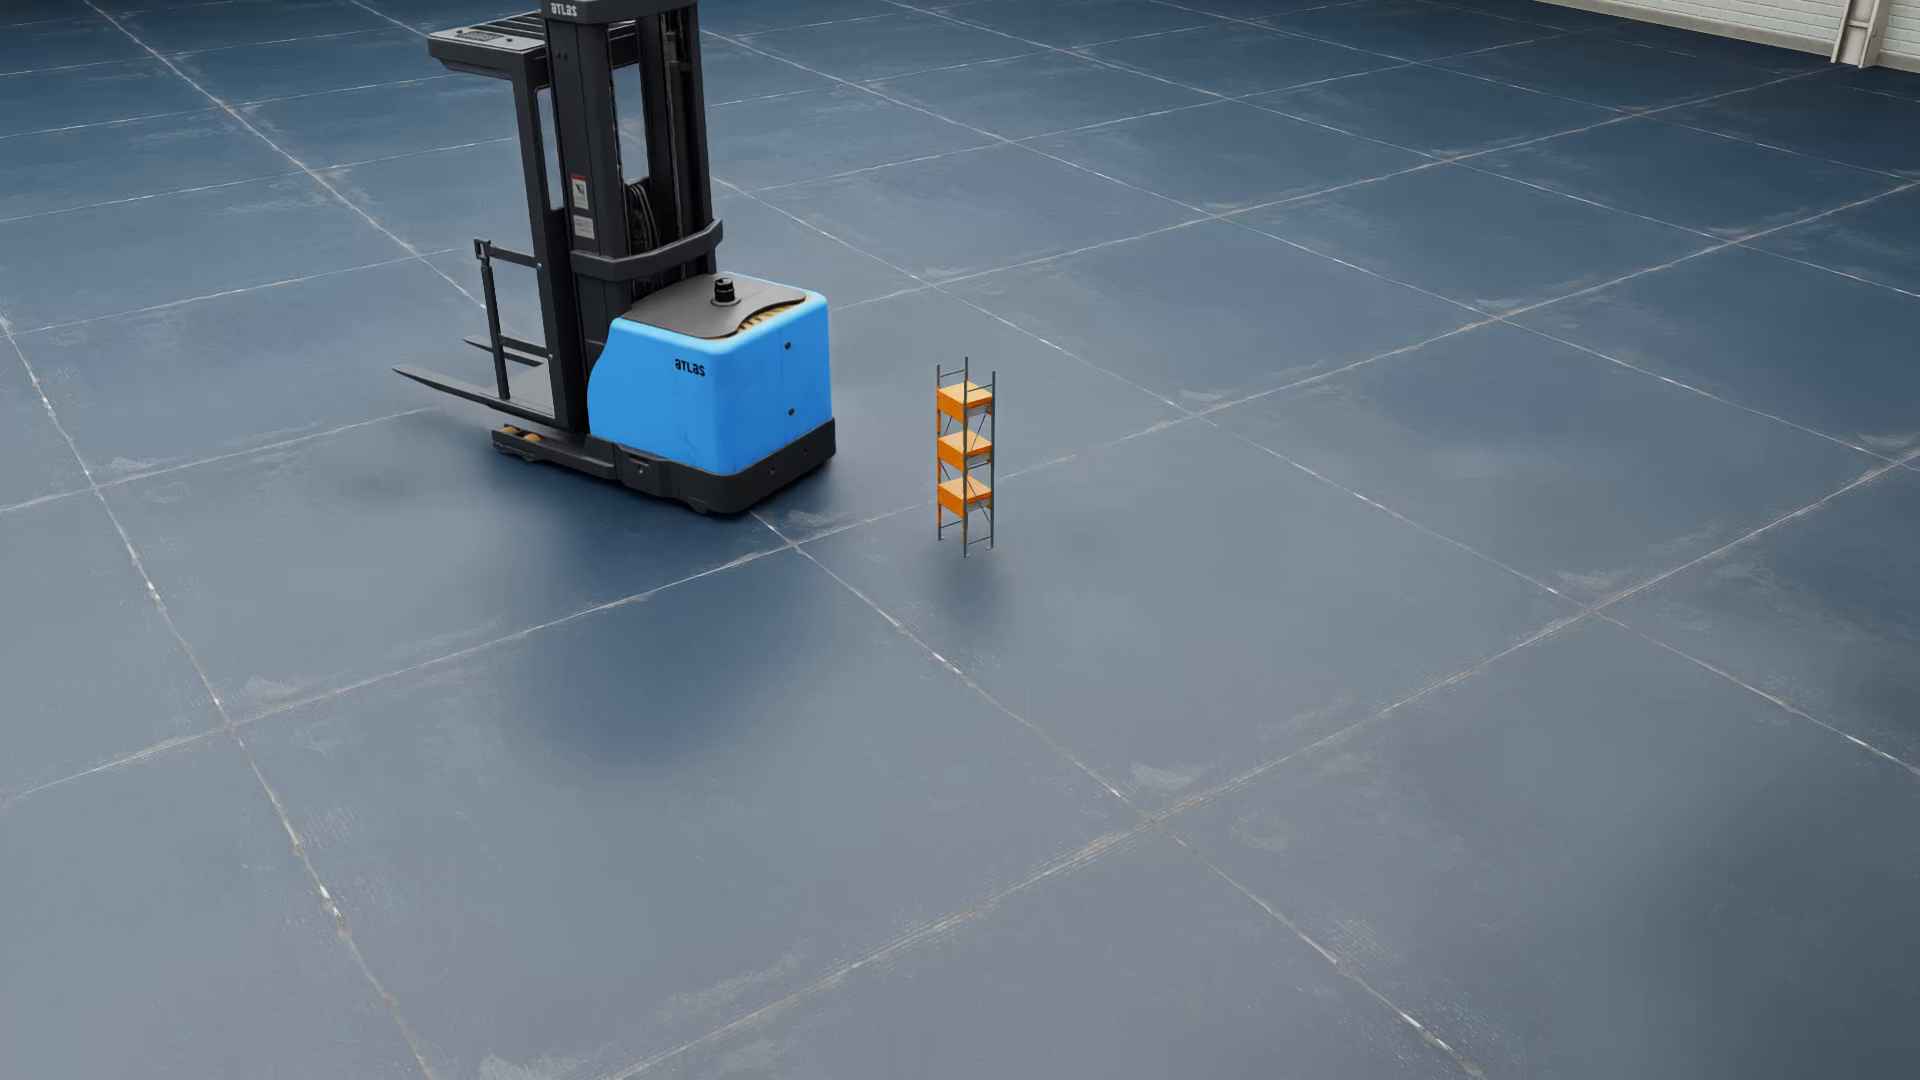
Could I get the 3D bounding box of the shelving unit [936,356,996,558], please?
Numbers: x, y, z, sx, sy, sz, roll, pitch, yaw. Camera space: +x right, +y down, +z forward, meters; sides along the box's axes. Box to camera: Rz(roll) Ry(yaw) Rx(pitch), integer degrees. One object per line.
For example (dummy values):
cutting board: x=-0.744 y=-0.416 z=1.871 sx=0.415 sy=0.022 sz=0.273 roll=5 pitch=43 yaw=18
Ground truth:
shelving unit: x=0.031 y=-0.441 z=8.961 sx=0.215 sy=1.050 sz=0.252 roll=-19 pitch=34 yaw=-31

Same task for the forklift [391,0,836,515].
forklift: x=-2.265 y=-1.957 z=9.783 sx=3.031 sy=2.935 sz=1.130 roll=17 pitch=33 yaw=29

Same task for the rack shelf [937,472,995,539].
rack shelf: x=0.031 y=-0.187 z=9.099 sx=0.215 sy=0.259 sz=0.240 roll=-19 pitch=34 yaw=-31

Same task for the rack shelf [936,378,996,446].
rack shelf: x=0.031 y=-0.681 z=8.831 sx=0.215 sy=0.259 sz=0.240 roll=-19 pitch=34 yaw=-31

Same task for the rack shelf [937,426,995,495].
rack shelf: x=0.031 y=-0.431 z=8.966 sx=0.215 sy=0.259 sz=0.240 roll=-19 pitch=34 yaw=-31

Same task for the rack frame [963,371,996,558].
rack frame: x=0.102 y=-0.393 z=8.874 sx=0.200 sy=1.050 sz=0.008 roll=-19 pitch=34 yaw=-31

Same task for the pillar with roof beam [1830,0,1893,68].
pillar with roof beam: x=7.019 y=-8.381 z=15.252 sx=9.100 sy=9.000 sz=0.400 roll=-19 pitch=34 yaw=-31

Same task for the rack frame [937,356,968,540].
rack frame: x=-0.040 y=-0.488 z=9.048 sx=0.200 sy=1.050 sz=0.008 roll=-19 pitch=34 yaw=-31
